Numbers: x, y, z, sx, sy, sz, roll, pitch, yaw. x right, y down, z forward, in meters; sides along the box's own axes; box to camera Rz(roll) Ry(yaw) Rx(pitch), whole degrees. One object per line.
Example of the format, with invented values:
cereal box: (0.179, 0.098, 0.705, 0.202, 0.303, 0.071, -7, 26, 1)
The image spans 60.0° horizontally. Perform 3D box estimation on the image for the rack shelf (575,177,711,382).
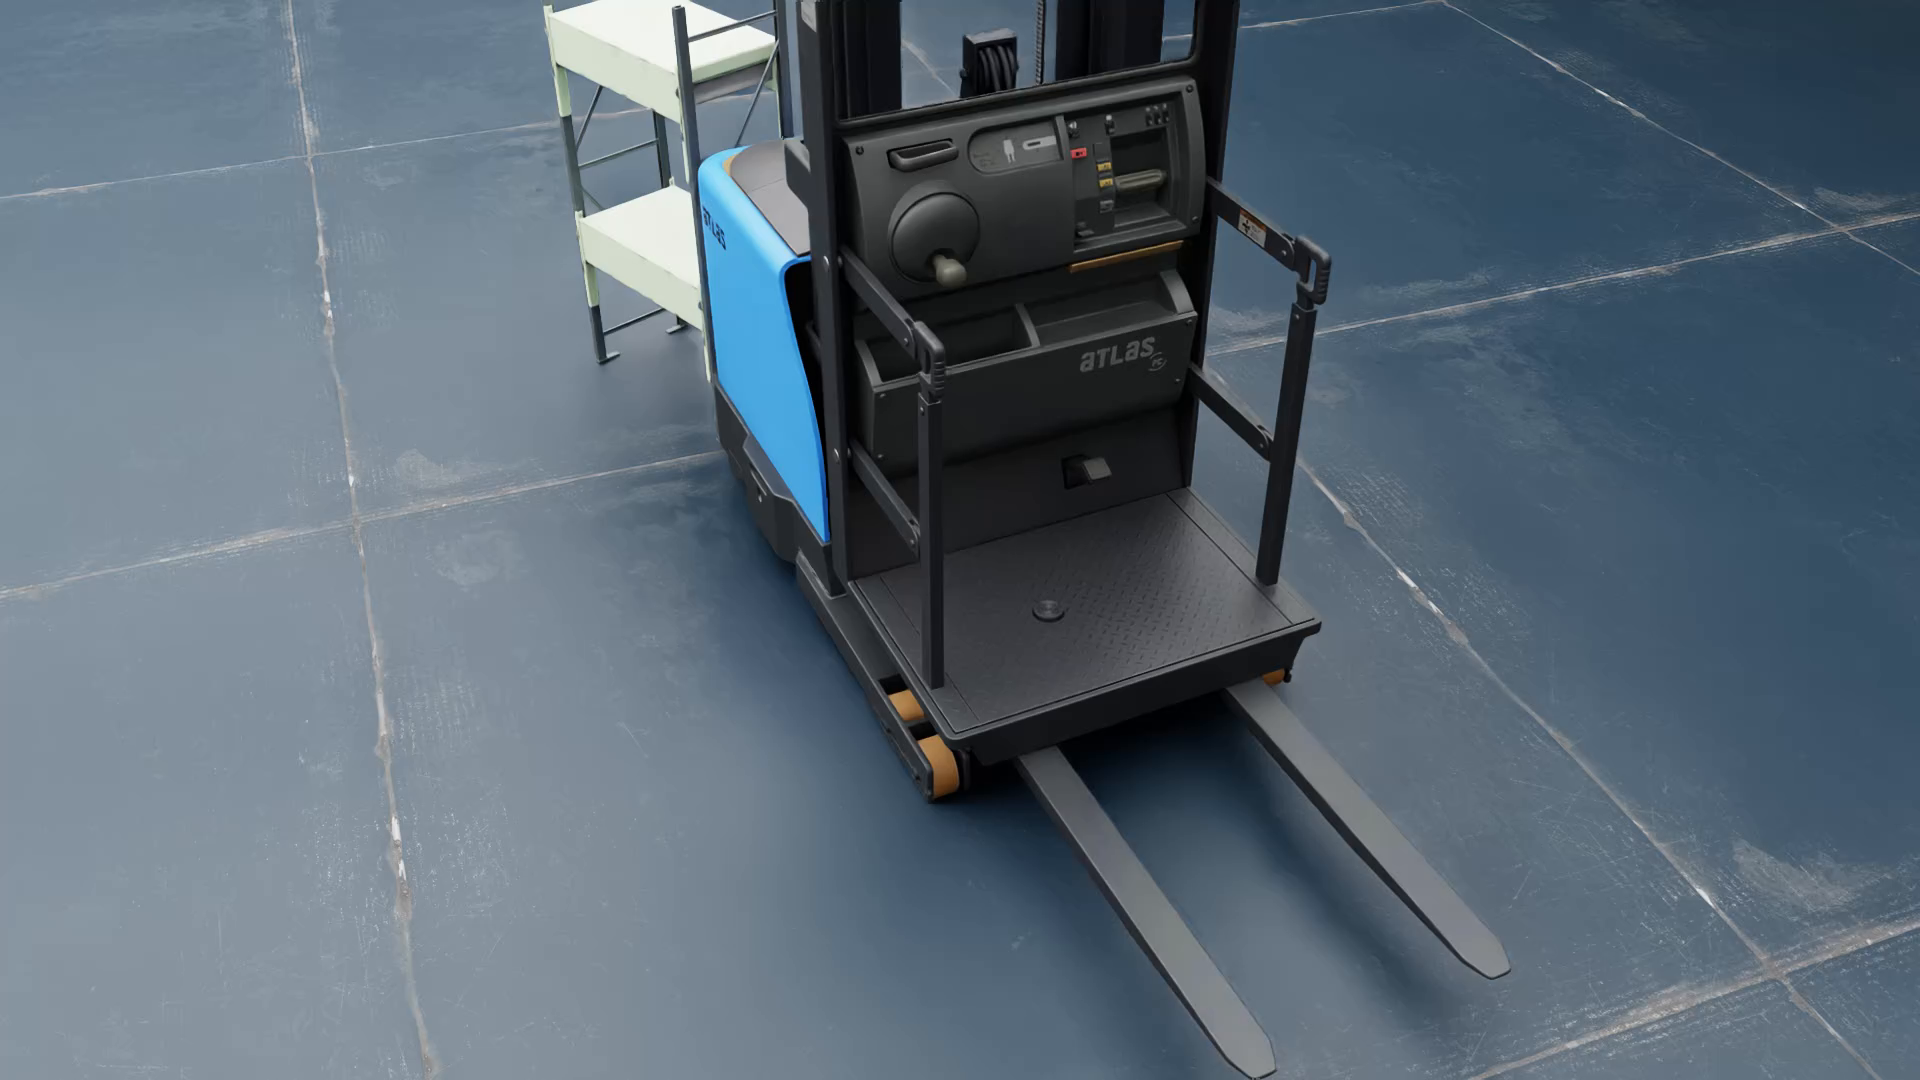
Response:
rack shelf: (-0.935, -0.916, 5.761, 0.431, 0.370, 0.720, -30, 46, -33)

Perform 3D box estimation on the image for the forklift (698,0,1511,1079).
forklift: (0.270, -0.796, 3.870, 1.130, 2.935, 3.031, -16, 40, -20)

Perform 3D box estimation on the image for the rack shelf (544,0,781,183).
rack shelf: (-0.935, -1.488, 5.330, 0.431, 0.370, 0.720, -30, 46, -33)

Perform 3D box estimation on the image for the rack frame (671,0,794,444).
rack frame: (-0.682, -1.017, 5.353, 0.400, 1.500, 0.023, -30, 46, -33)

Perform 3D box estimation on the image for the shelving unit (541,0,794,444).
shelving unit: (-0.935, -1.176, 5.565, 0.431, 1.500, 0.755, -30, 46, -33)

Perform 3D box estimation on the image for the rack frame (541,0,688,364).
rack frame: (-1.188, -1.335, 5.776, 0.400, 1.500, 0.023, -30, 46, -33)
